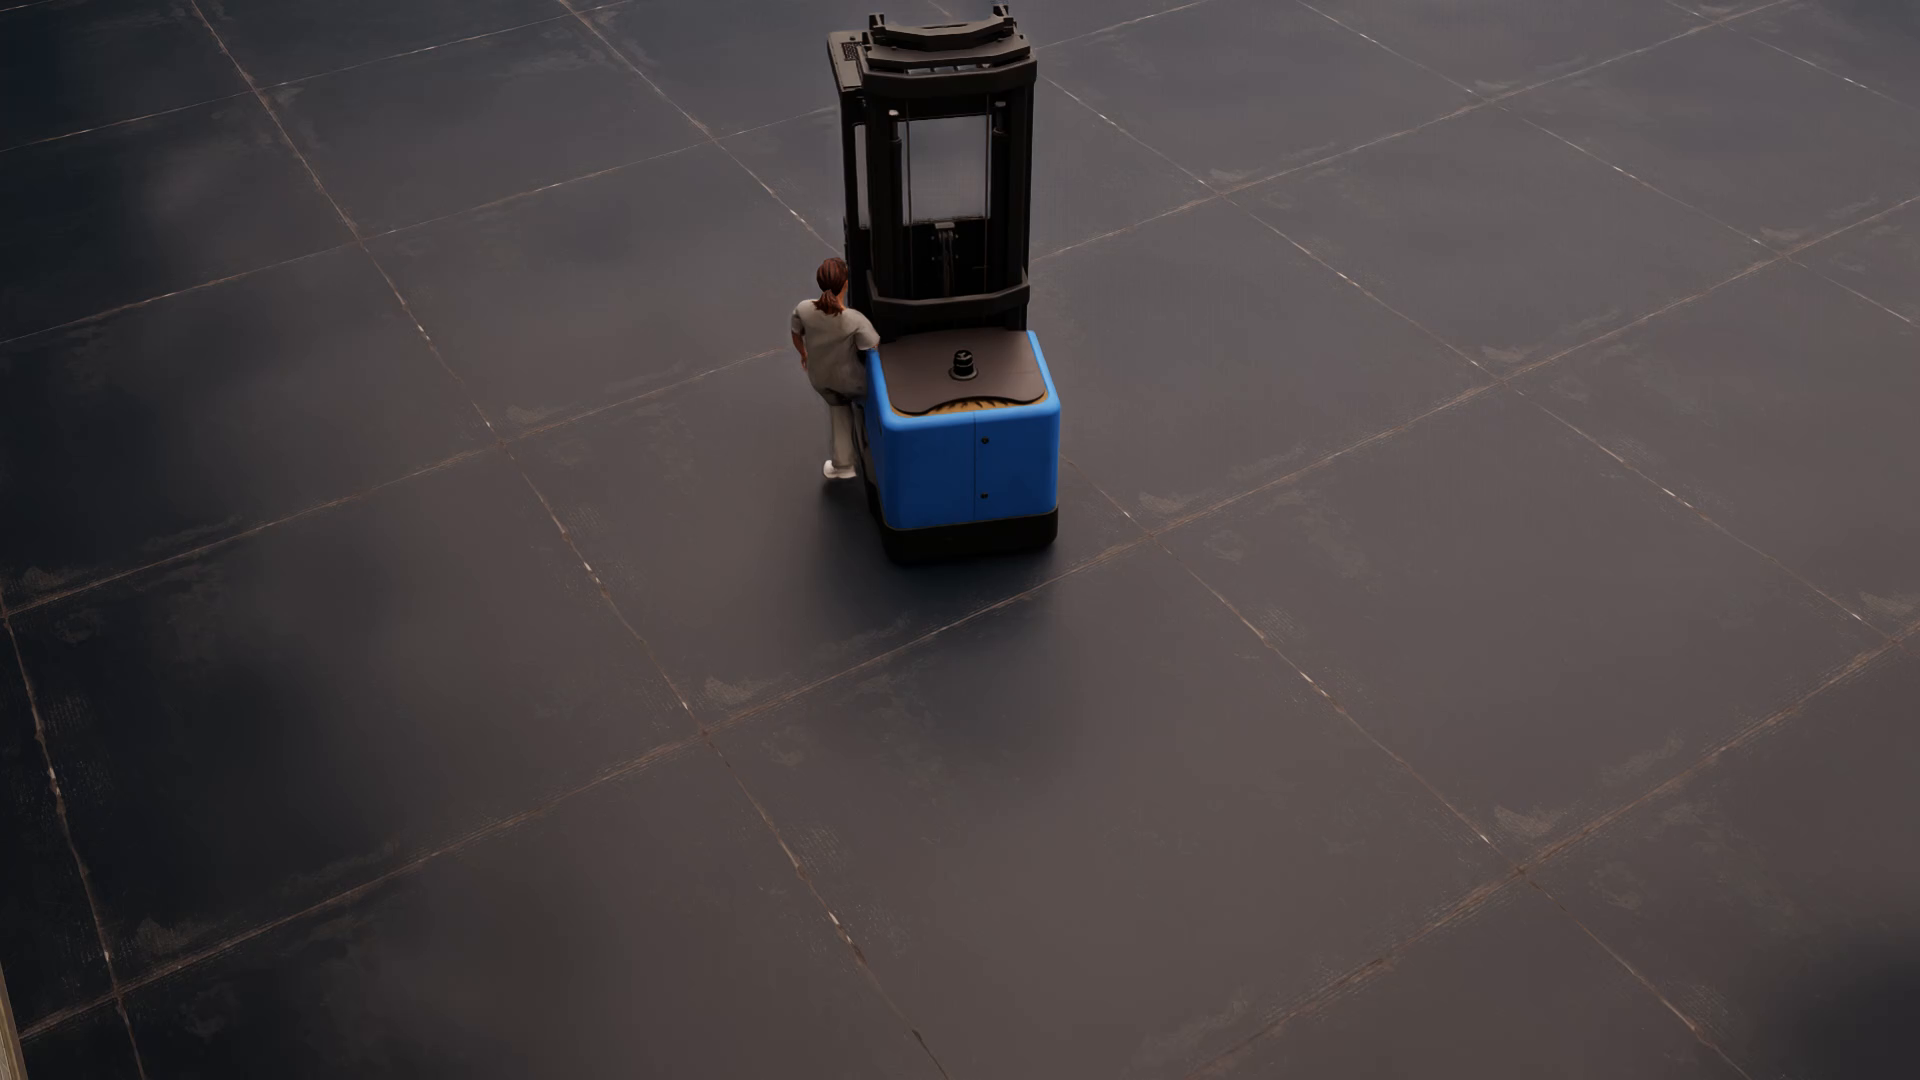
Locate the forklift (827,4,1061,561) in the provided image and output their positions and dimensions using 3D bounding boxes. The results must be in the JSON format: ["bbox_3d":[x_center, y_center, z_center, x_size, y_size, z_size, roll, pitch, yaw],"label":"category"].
[{"bbox_3d":[-0.171,-1.955,10.108,1.130,2.935,3.031,-6,42,-7],"label":"forklift"}]

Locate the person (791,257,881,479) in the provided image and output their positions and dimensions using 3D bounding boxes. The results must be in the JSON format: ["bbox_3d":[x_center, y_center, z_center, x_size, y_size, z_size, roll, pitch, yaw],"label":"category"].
[{"bbox_3d":[-0.623,-1.092,10.109,0.695,1.583,0.709,16,44,18],"label":"person"}]
